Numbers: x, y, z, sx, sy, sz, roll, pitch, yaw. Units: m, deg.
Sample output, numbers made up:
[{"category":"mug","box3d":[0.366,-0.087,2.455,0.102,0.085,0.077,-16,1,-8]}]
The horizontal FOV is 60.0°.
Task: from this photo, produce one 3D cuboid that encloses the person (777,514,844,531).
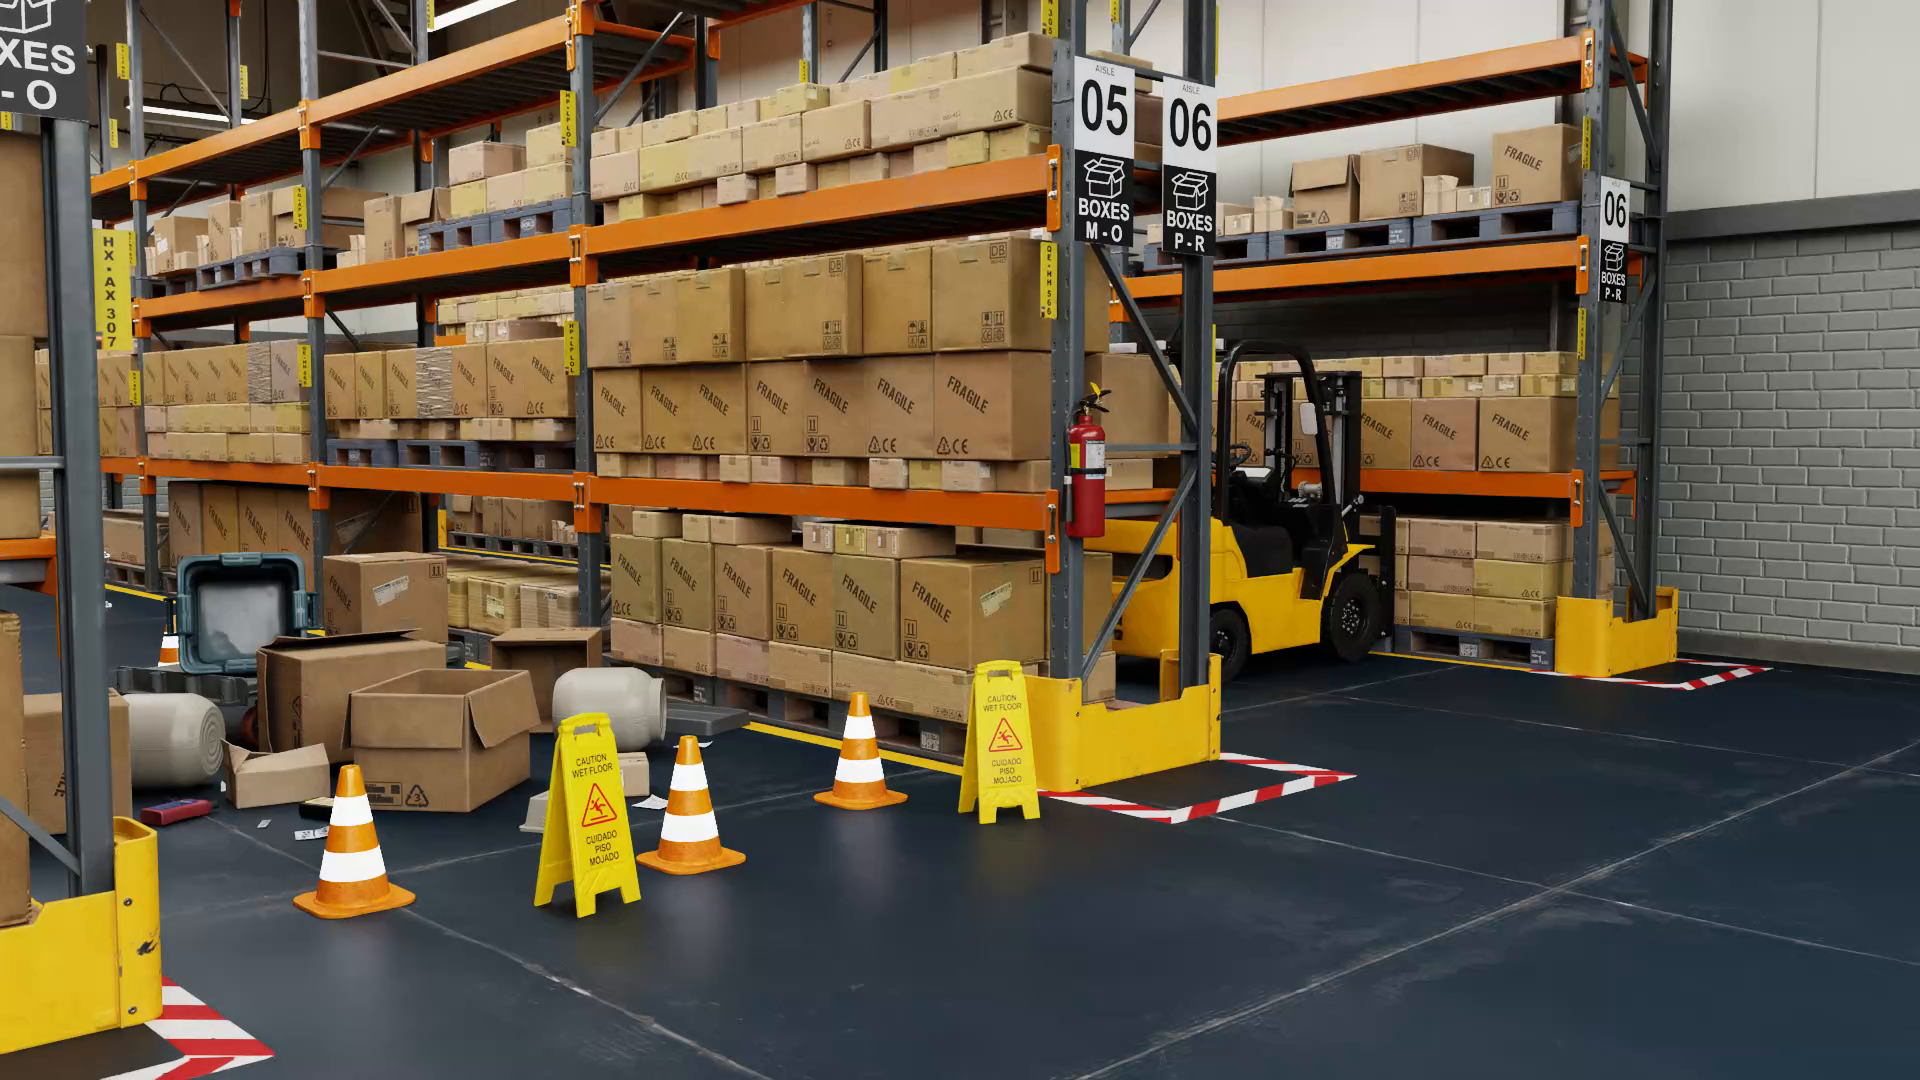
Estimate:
[{"category":"person","box3d":[-1.059,-0.073,11.786,0.585,1.749,0.439,-4,5,-44]}]
